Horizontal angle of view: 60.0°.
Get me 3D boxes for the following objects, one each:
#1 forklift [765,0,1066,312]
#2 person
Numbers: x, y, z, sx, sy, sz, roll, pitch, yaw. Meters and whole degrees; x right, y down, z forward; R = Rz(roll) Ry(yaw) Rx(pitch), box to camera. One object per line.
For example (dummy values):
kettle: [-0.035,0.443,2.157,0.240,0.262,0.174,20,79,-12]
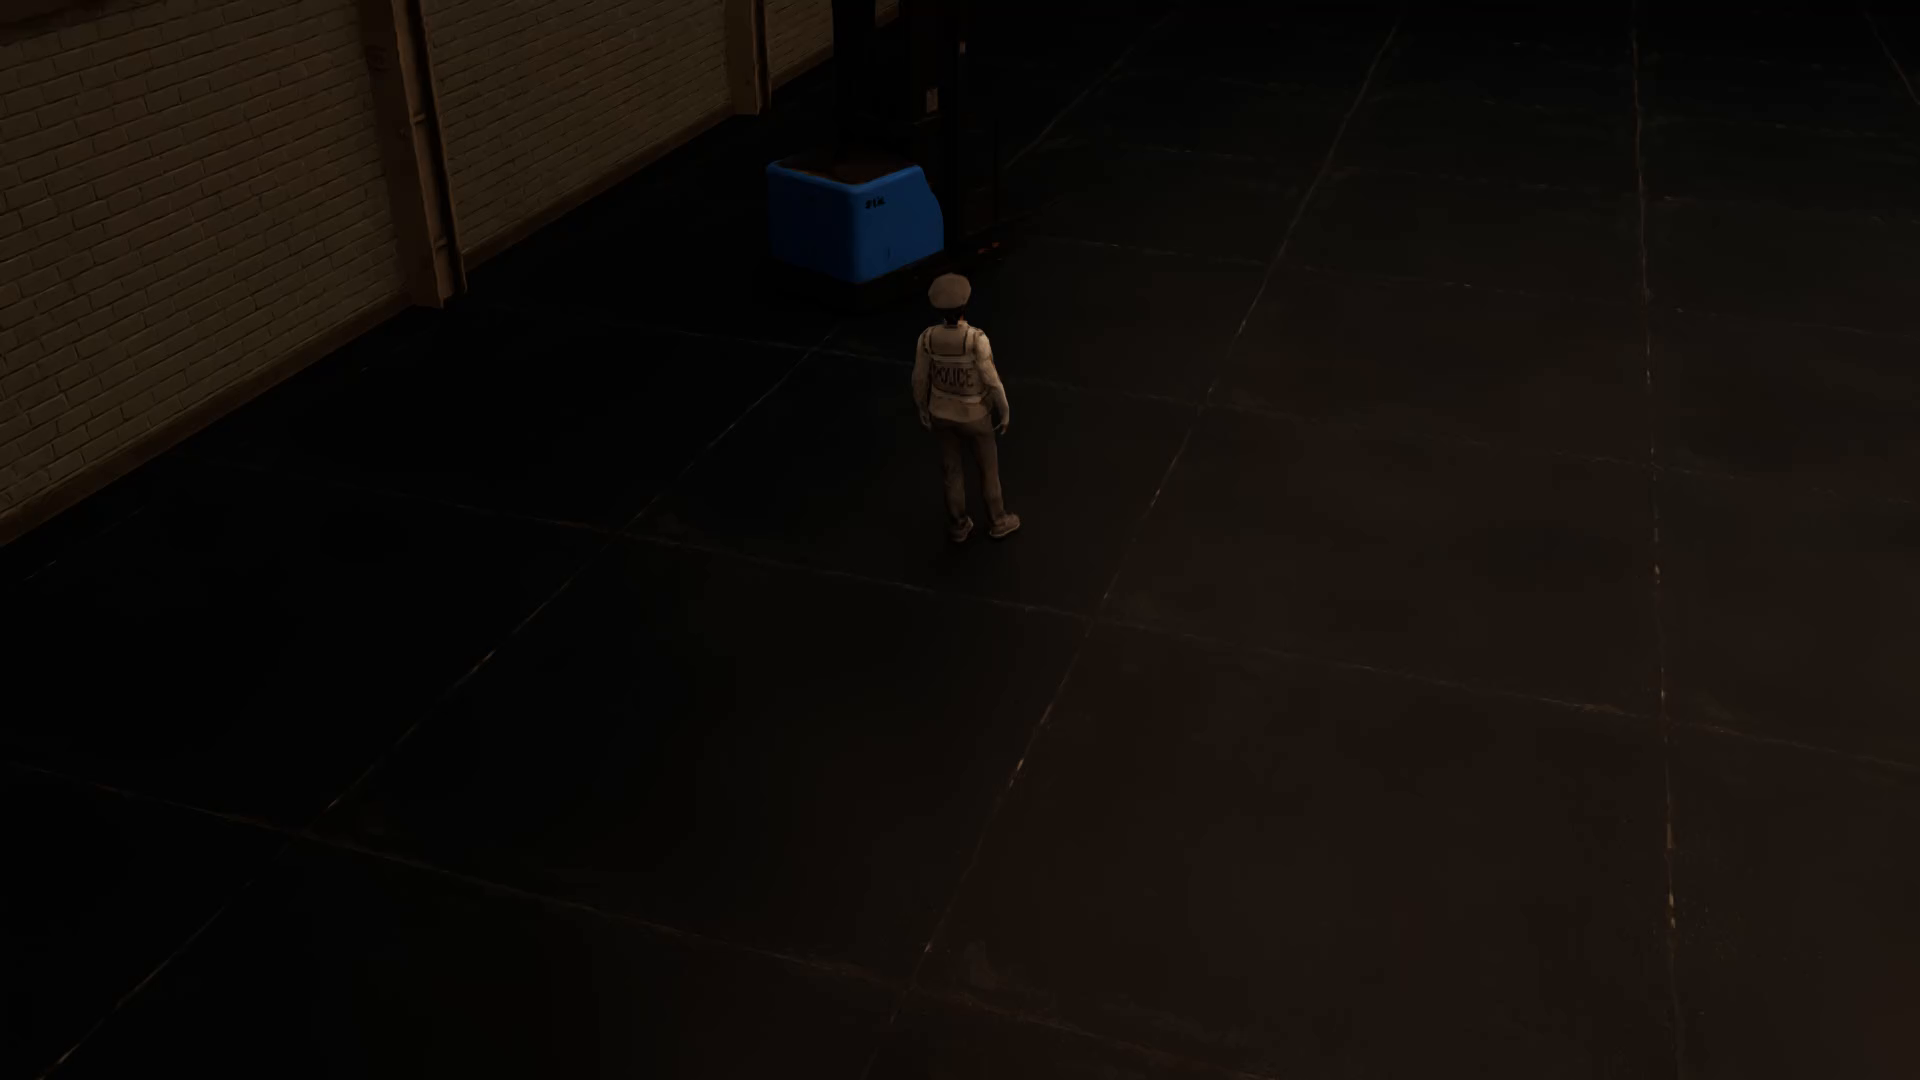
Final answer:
forklift: [-0.243,-3.731,13.681,1.130,2.935,3.031,22,36,33]
person: [0.029,-0.773,9.727,0.586,1.695,0.533,10,31,16]
